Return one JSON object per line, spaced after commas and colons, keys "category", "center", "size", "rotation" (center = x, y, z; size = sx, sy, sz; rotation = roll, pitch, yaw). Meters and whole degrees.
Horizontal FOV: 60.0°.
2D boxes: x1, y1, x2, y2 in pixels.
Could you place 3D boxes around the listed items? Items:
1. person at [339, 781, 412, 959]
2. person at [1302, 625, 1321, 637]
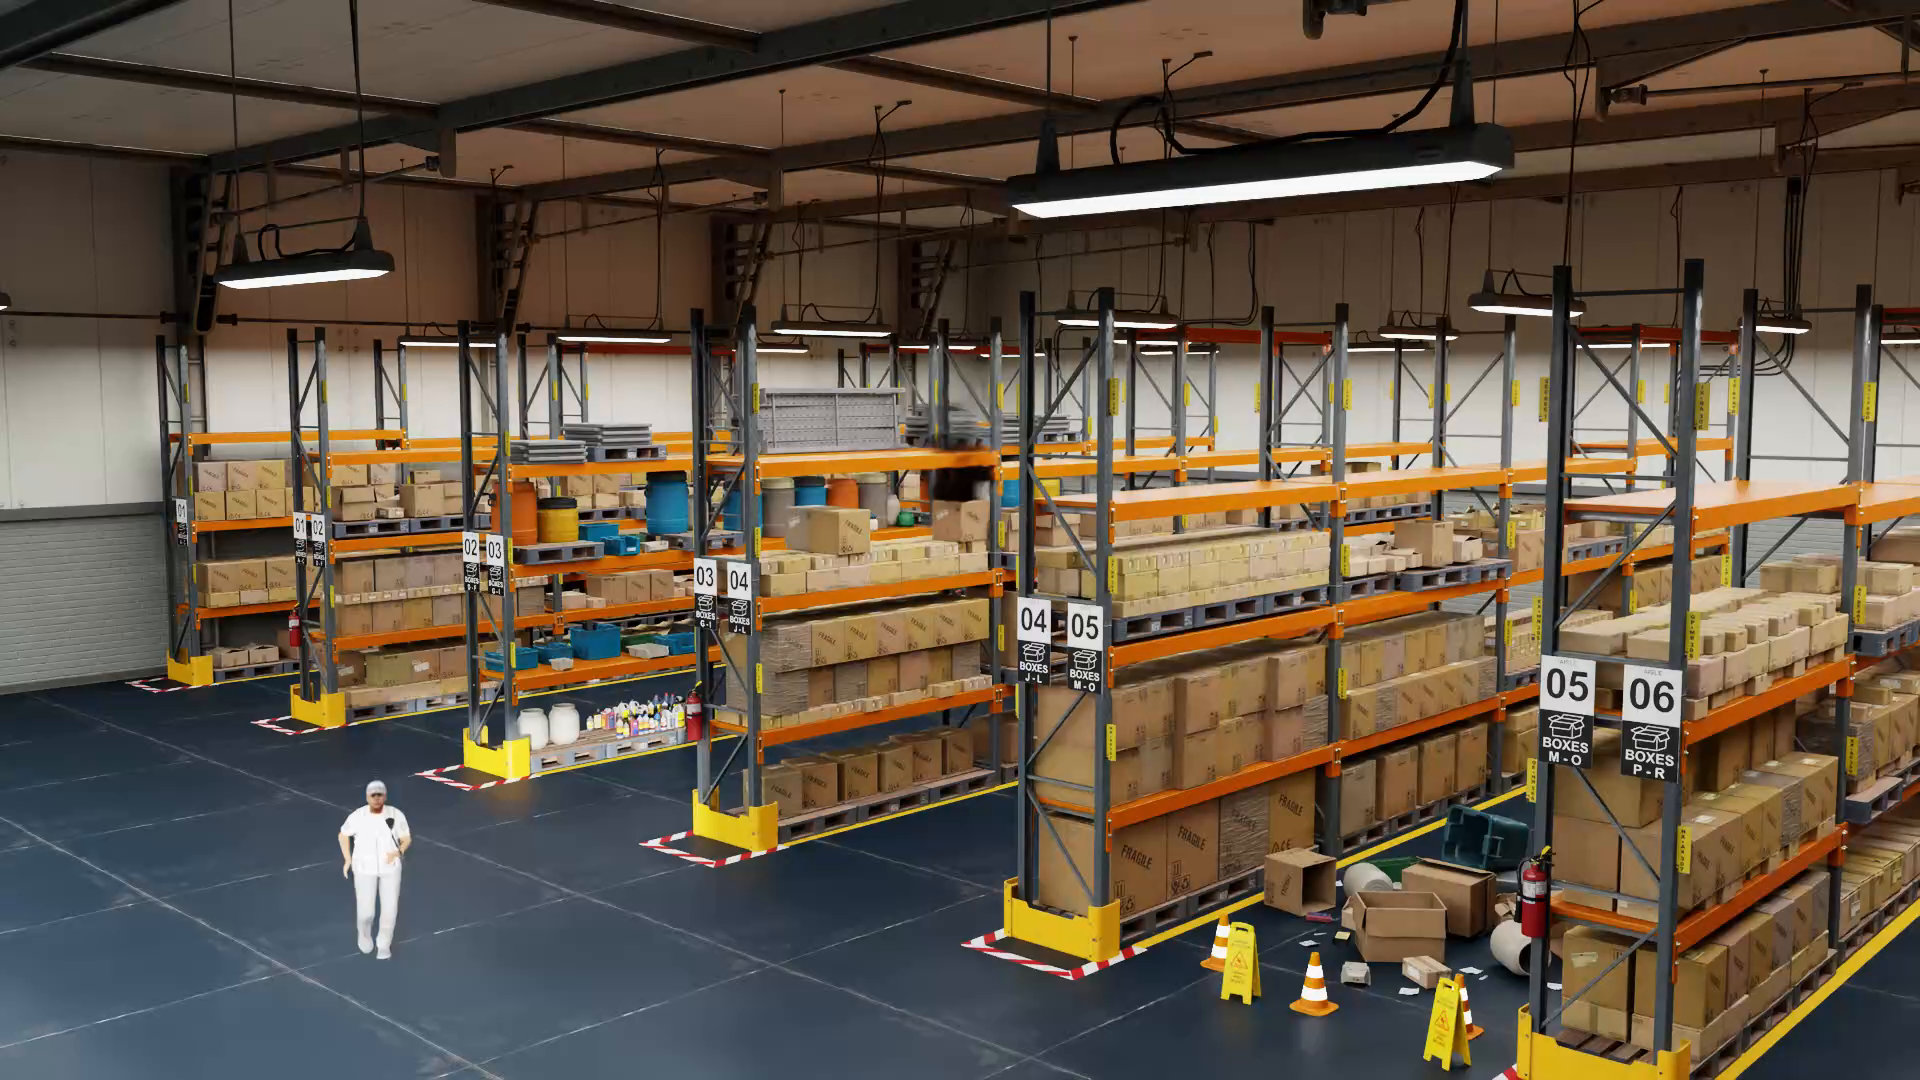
{"category": "person", "center": [-5.195, 2.960, 14.821], "size": [0.606, 1.620, 0.555], "rotation": [-2, 6, -23]}
{"category": "person", "center": [5.215, 2.002, 24.536], "size": [0.811, 1.733, 0.660], "rotation": [-5, 7, -44]}
